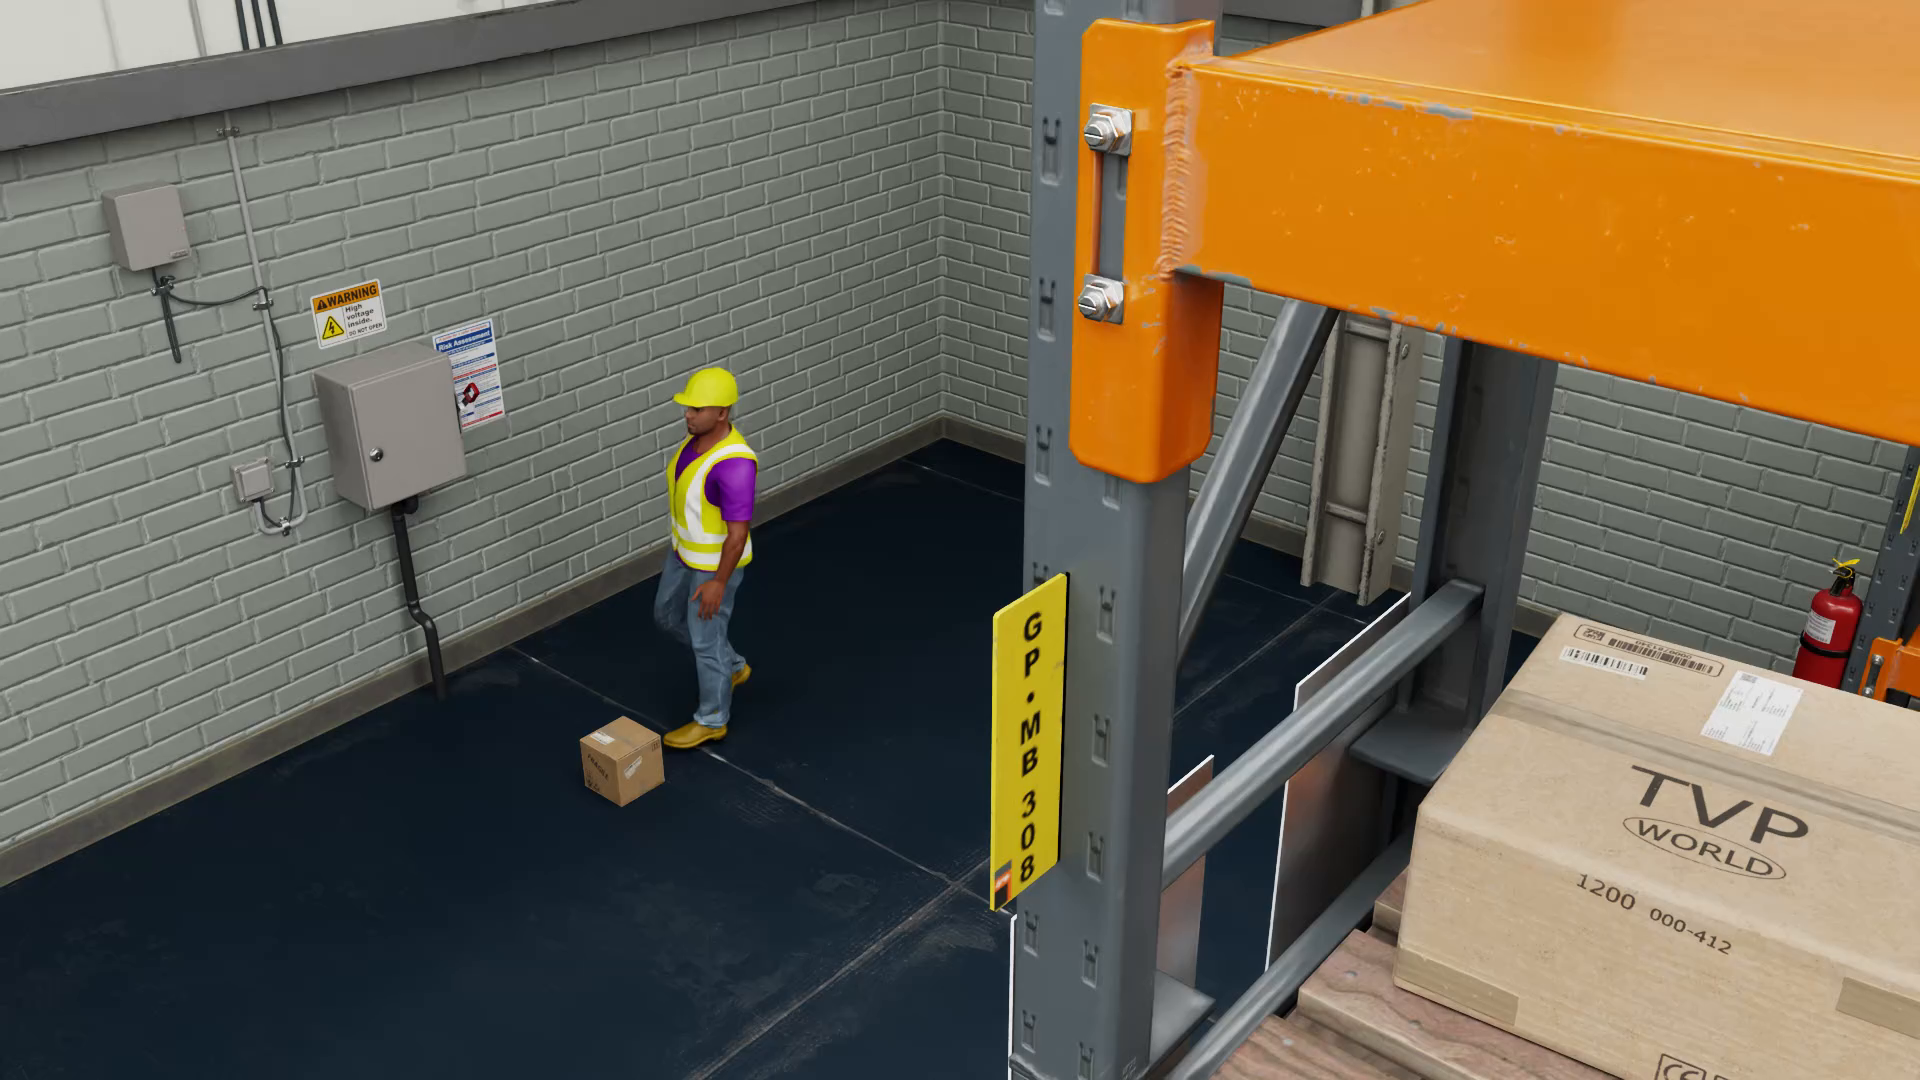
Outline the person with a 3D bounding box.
[{"bbox_3d":[-1.164,0.086,7.369,0.516,1.770,0.619,-14,30,-25],"label":"person"}]
